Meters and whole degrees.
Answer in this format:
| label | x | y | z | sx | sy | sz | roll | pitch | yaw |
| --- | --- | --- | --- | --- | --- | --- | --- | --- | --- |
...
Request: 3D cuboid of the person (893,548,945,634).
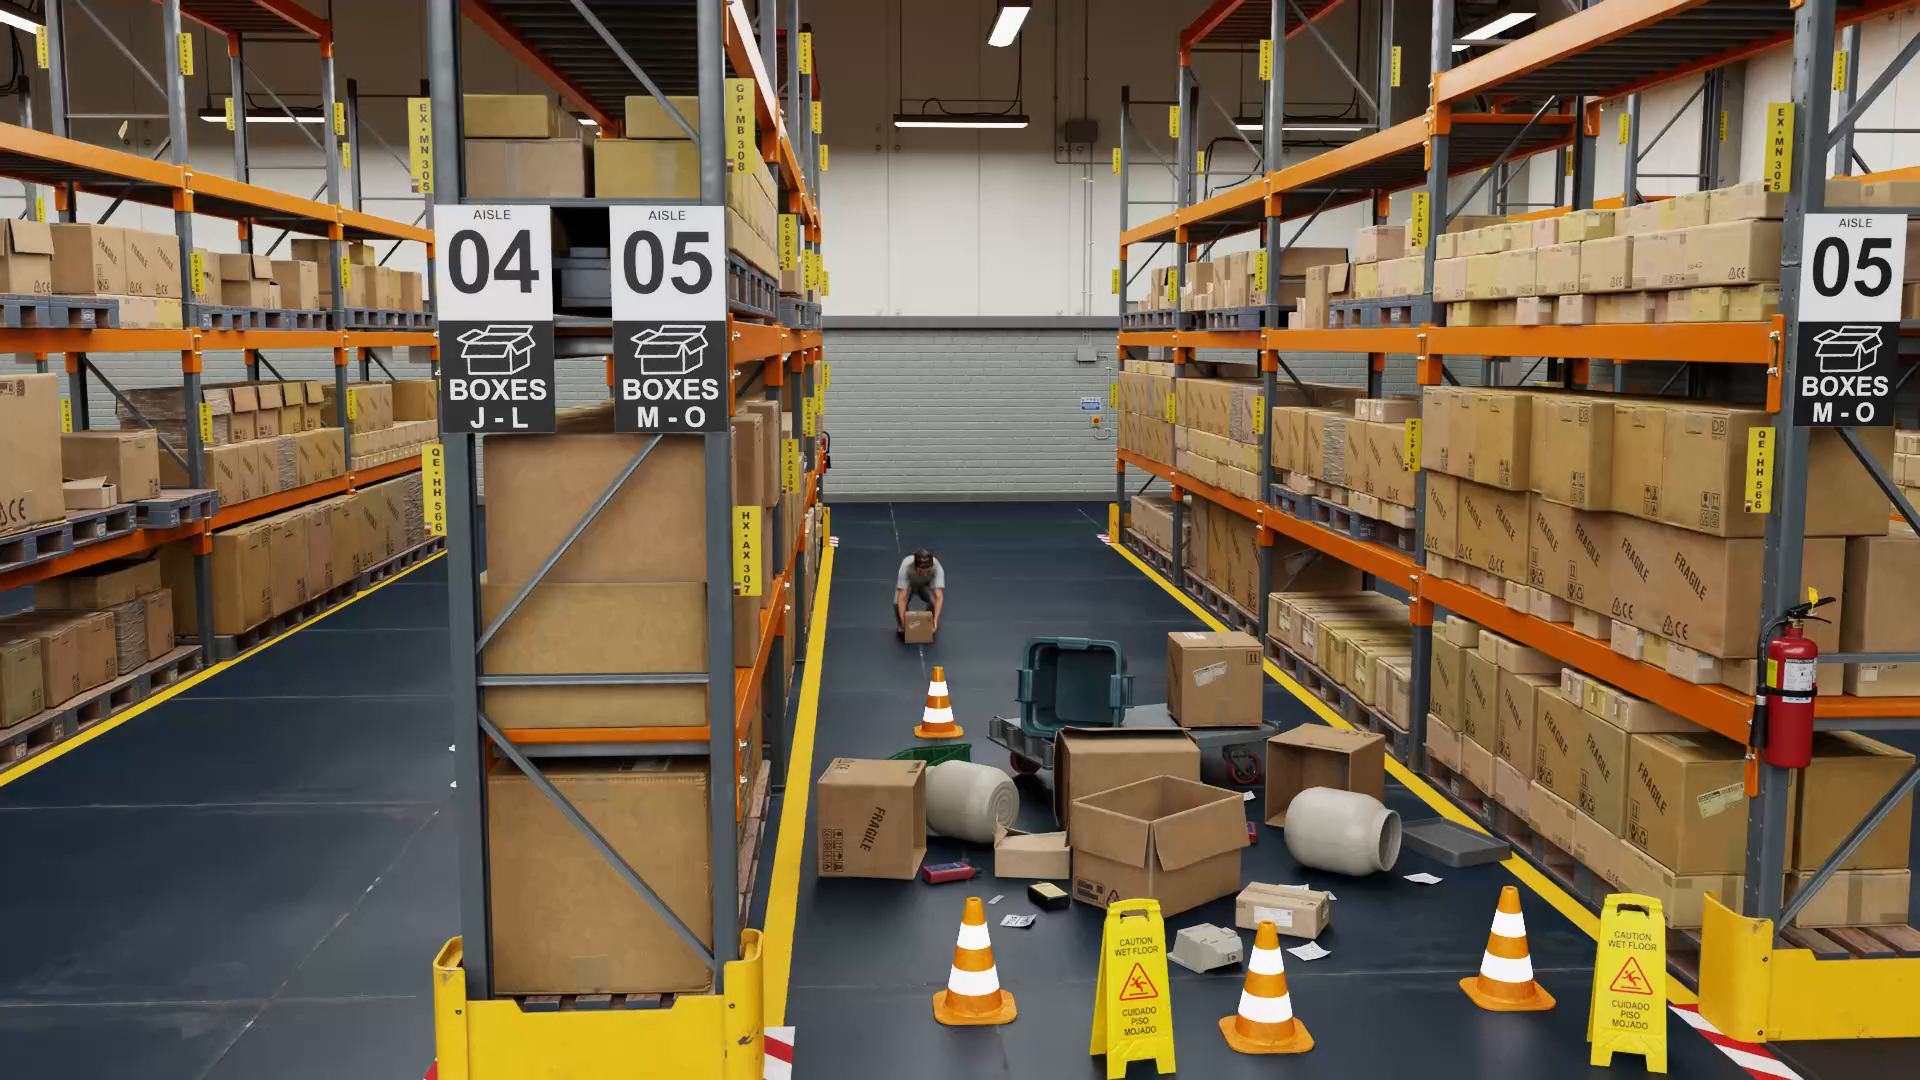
| label | x | y | z | sx | sy | sz | roll | pitch | yaw |
| --- | --- | --- | --- | --- | --- | --- | --- | --- | --- |
| person | -0.389 | 0.465 | 15.439 | 0.479 | 0.833 | 0.802 | 0 | 7 | -3 |
